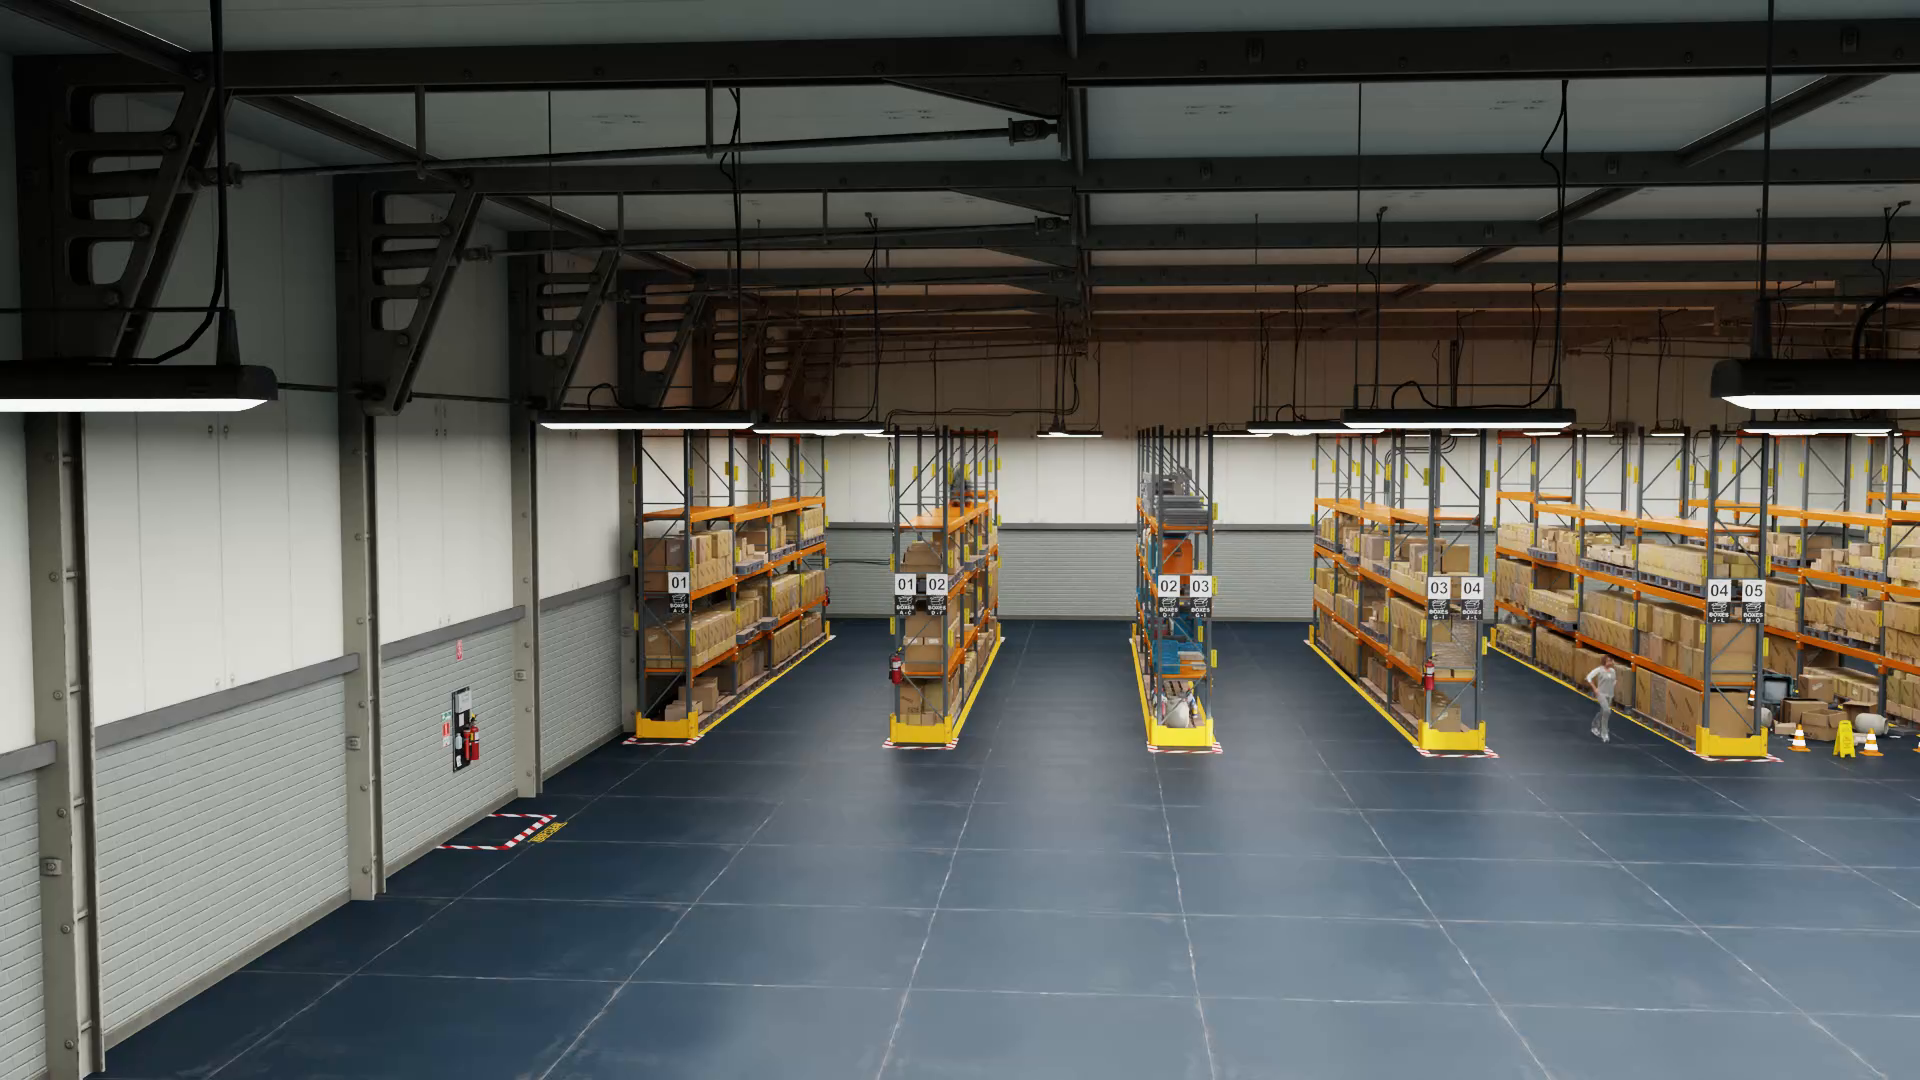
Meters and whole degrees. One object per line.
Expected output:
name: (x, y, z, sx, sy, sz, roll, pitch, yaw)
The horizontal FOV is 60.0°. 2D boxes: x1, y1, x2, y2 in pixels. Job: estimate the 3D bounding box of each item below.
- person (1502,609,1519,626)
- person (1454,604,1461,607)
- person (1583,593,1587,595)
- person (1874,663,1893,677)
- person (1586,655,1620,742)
person: (15.888, 1.992, 47.820, 0.589, 1.725, 0.739, -2, 4, -29)
person: (13.603, 2.131, 45.842, 0.682, 1.692, 0.853, 1, 4, 17)
person: (16.571, 2.269, 43.844, 0.611, 1.696, 0.970, 0, 3, 5)
person: (22.036, 2.457, 39.867, 0.644, 1.751, 0.629, 0, 3, 2)
person: (12.303, 3.015, 31.764, 0.516, 1.642, 0.725, -1, 4, -20)
